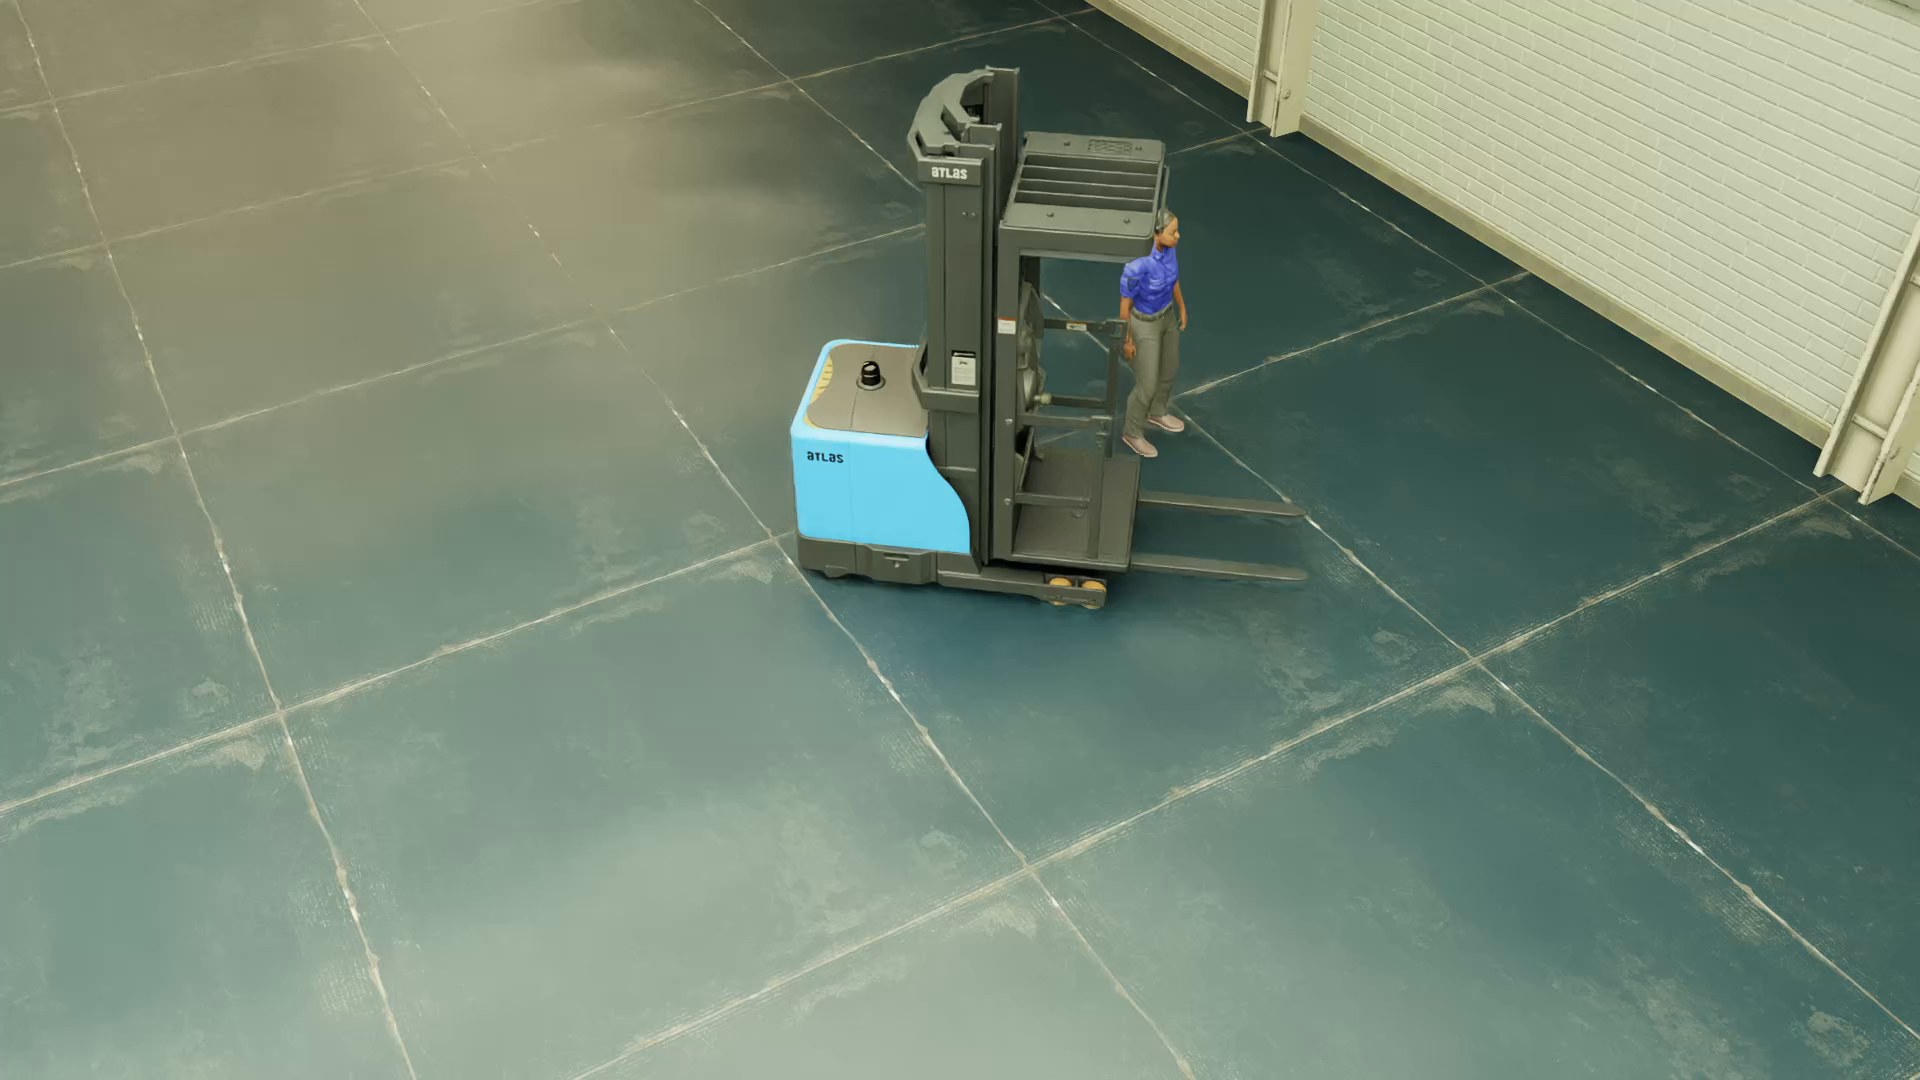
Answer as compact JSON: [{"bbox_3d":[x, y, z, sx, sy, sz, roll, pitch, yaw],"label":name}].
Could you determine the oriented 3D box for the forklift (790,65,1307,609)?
[{"bbox_3d":[0.581,-1.087,9.346,3.031,2.935,1.130,6,40,7],"label":"forklift"}]

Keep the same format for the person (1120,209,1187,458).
[{"bbox_3d":[1.272,-1.352,10.679,0.393,1.641,0.592,27,47,29],"label":"person"}]
